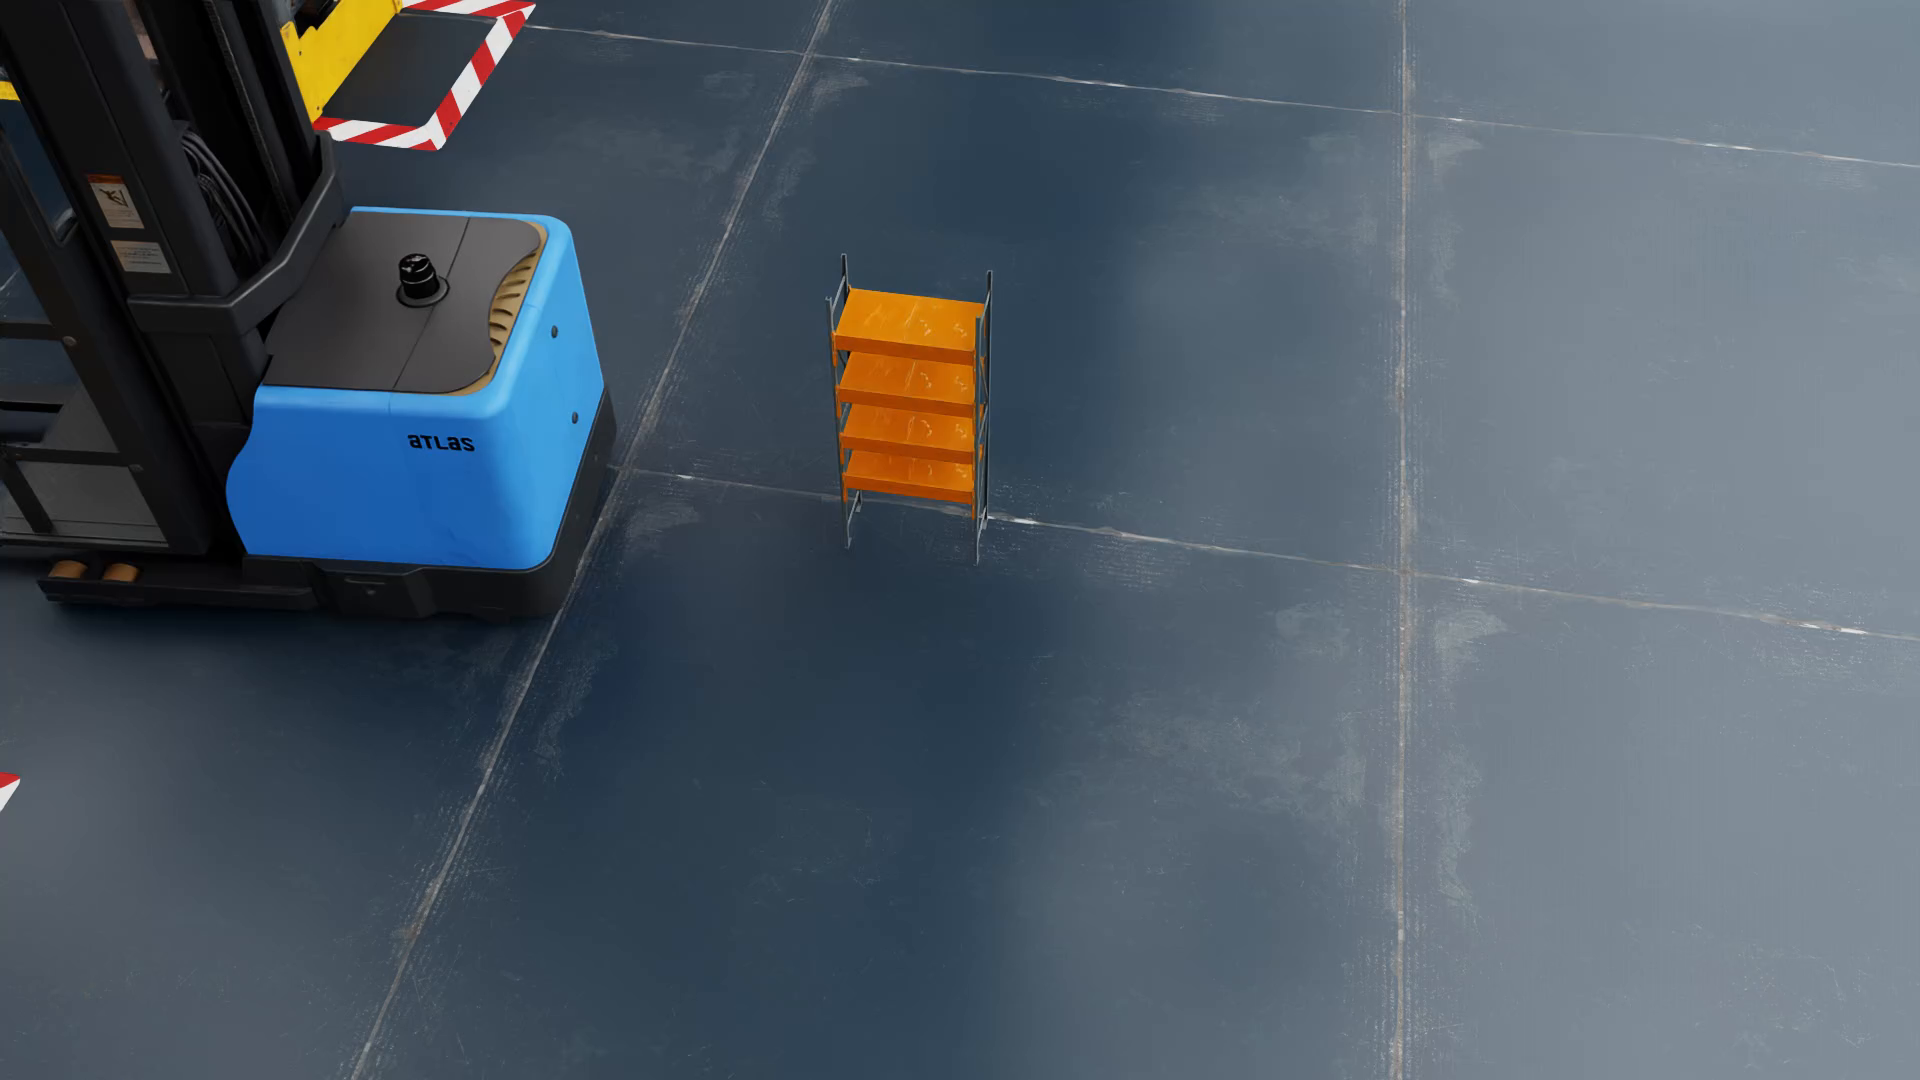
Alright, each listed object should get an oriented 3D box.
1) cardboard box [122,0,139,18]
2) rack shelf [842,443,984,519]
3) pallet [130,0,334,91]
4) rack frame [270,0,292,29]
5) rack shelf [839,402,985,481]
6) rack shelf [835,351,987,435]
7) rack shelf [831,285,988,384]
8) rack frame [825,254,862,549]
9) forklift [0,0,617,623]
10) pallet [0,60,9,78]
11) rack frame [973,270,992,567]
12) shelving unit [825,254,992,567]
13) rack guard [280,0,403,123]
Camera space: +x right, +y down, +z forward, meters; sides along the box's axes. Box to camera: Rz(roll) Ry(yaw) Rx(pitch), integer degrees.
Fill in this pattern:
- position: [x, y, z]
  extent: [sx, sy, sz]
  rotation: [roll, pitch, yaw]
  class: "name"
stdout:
- position: [-4.335, -2.899, 8.236]
  extent: [0.500, 0.500, 0.500]
  rotation: [19, 51, 17]
  class: "cardboard box"
- position: [-0.163, -0.245, 6.021]
  extent: [0.480, 0.148, 0.258]
  rotation: [8, 49, 7]
  class: "rack shelf"
- position: [-3.998, -2.656, 8.495]
  extent: [1.213, 0.211, 1.003]
  rotation: [8, 49, 7]
  class: "pallet"
- position: [-3.130, -3.445, 7.329]
  extent: [0.127, 3.000, 1.000]
  rotation: [8, 49, 7]
  class: "rack frame"
- position: [-0.163, -0.378, 5.873]
  extent: [0.480, 0.148, 0.258]
  rotation: [8, 49, 7]
  class: "rack shelf"
- position: [-0.163, -0.527, 5.707]
  extent: [0.480, 0.148, 0.258]
  rotation: [8, 49, 7]
  class: "rack shelf"
- position: [-0.163, -0.686, 5.531]
  extent: [0.480, 0.148, 0.258]
  rotation: [8, 49, 7]
  class: "rack shelf"
- position: [-0.403, -0.455, 5.852]
  extent: [0.015, 1.200, 0.240]
  rotation: [8, 49, 7]
  class: "rack frame"
- position: [-2.890, -1.127, 5.292]
  extent: [3.031, 2.935, 1.130]
  rotation: [3, 48, 3]
  class: "forklift"
- position: [-5.195, -2.820, 8.642]
  extent: [1.213, 0.211, 1.003]
  rotation: [8, 49, 7]
  class: "pallet"
- position: [0.077, -0.391, 5.794]
  extent: [0.015, 1.200, 0.240]
  rotation: [8, 49, 7]
  class: "rack frame"
- position: [-0.163, -0.423, 5.823]
  extent: [0.503, 1.200, 0.258]
  rotation: [8, 49, 7]
  class: "shelving unit"
- position: [-3.204, -2.620, 8.268]
  extent: [0.348, 0.500, 1.175]
  rotation: [8, 49, 7]
  class: "rack guard"
